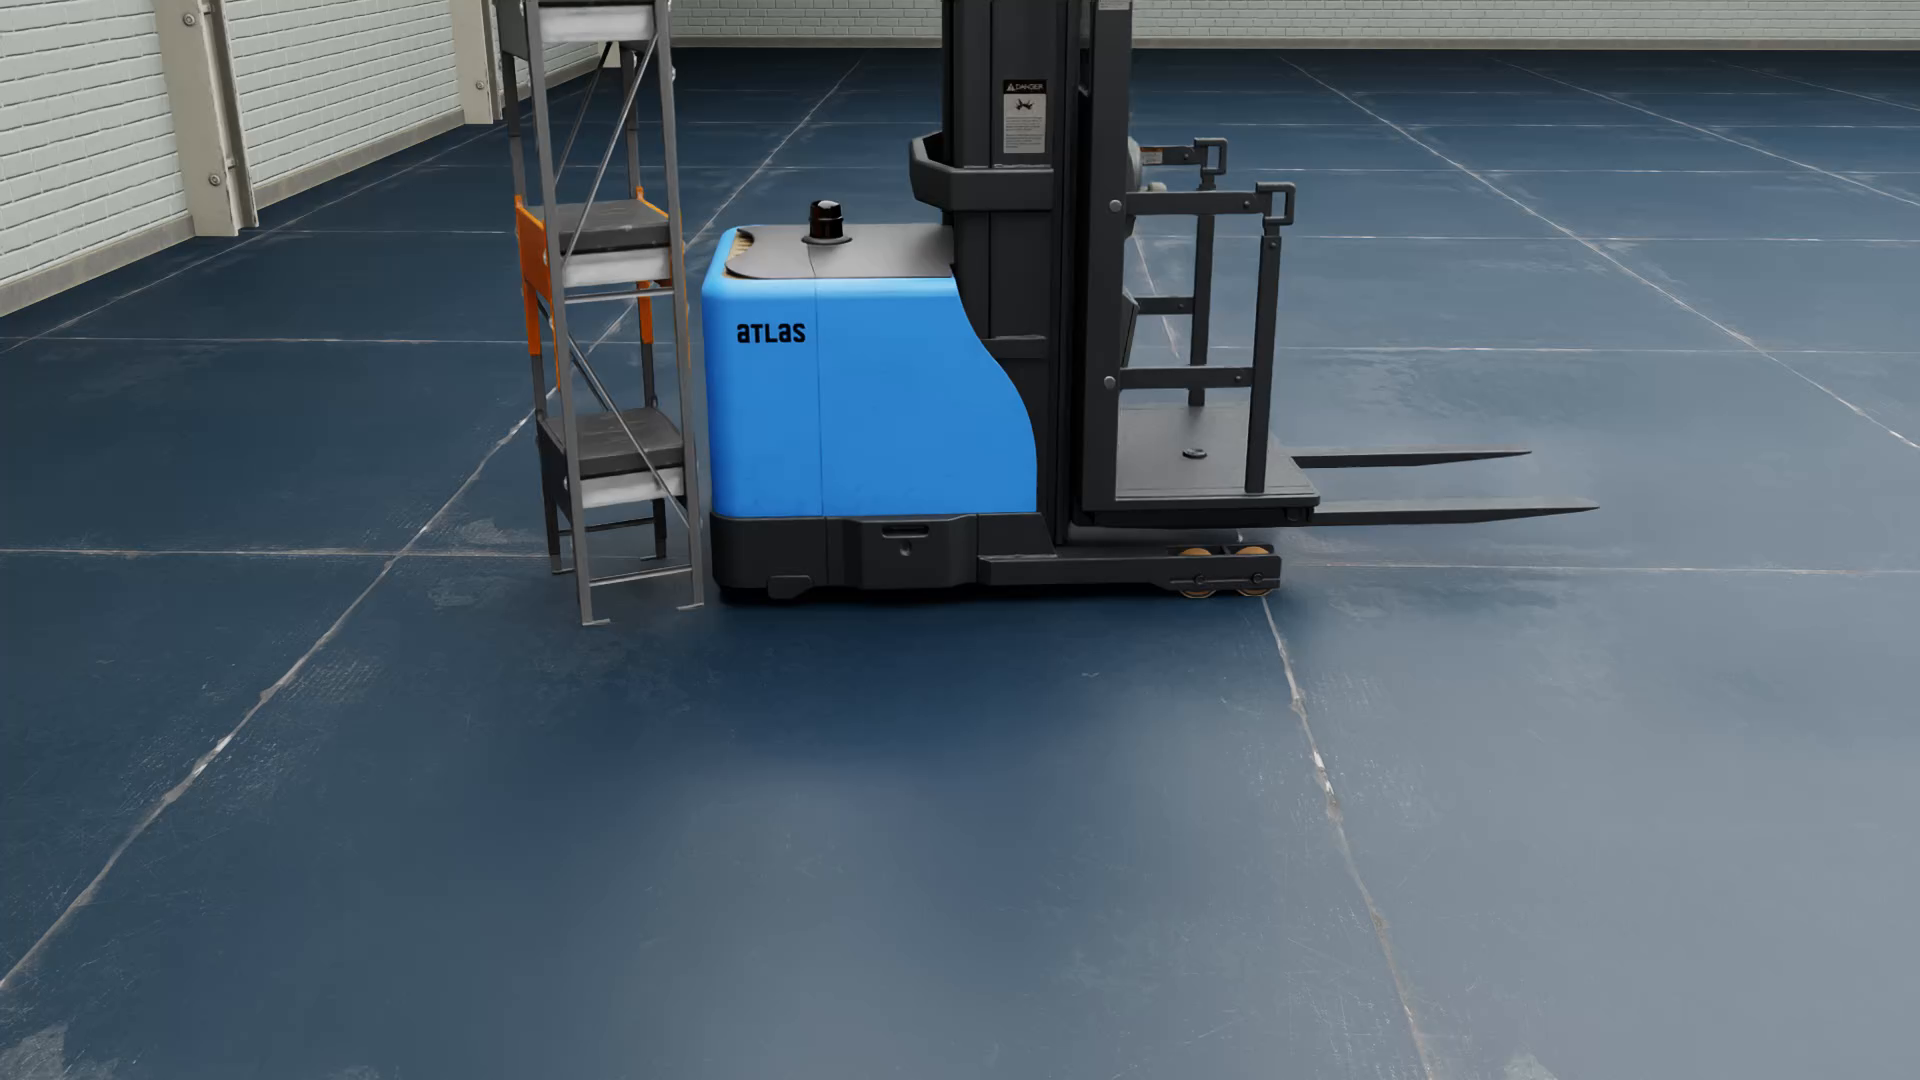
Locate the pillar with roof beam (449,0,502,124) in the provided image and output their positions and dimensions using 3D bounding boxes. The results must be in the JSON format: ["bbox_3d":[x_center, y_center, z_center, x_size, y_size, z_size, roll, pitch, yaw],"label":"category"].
[{"bbox_3d":[-0.630,-8.472,15.423,9.100,9.000,0.400,1,21,2],"label":"pillar with roof beam"}]

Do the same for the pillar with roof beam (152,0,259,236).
[{"bbox_3d":[-0.812,-6.302,9.832,9.100,9.000,0.400,1,21,2],"label":"pillar with roof beam"}]

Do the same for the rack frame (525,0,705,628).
[{"bbox_3d":[-1.025,-0.732,5.005,0.400,2.100,0.015,-9,23,-22],"label":"rack frame"}]

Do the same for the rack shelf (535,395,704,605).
[{"bbox_3d":[-1.122,-0.145,5.468,0.431,0.518,0.480,-9,23,-22],"label":"rack shelf"}]

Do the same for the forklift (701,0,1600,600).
[{"bbox_3d":[0.669,-1.361,5.485,3.031,2.935,1.130,-1,21,-3],"label":"forklift"}]

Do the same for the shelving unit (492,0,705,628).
[{"bbox_3d":[-1.124,-0.811,5.213,0.431,2.100,0.503,-9,23,-22],"label":"shelving unit"}]

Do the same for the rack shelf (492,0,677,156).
[{"bbox_3d":[-1.125,-1.452,4.968,0.431,0.518,0.480,-9,23,-22],"label":"rack shelf"}]

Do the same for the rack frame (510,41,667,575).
[{"bbox_3d":[-1.223,-0.891,5.422,0.400,2.100,0.015,-9,23,-22],"label":"rack frame"}]

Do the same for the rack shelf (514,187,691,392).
[{"bbox_3d":[-1.124,-0.799,5.218,0.431,0.518,0.480,-9,23,-22],"label":"rack shelf"}]

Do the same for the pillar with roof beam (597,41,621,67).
[{"bbox_3d":[-0.447,-10.641,21.014,9.100,9.000,0.400,1,21,2],"label":"pillar with roof beam"}]
